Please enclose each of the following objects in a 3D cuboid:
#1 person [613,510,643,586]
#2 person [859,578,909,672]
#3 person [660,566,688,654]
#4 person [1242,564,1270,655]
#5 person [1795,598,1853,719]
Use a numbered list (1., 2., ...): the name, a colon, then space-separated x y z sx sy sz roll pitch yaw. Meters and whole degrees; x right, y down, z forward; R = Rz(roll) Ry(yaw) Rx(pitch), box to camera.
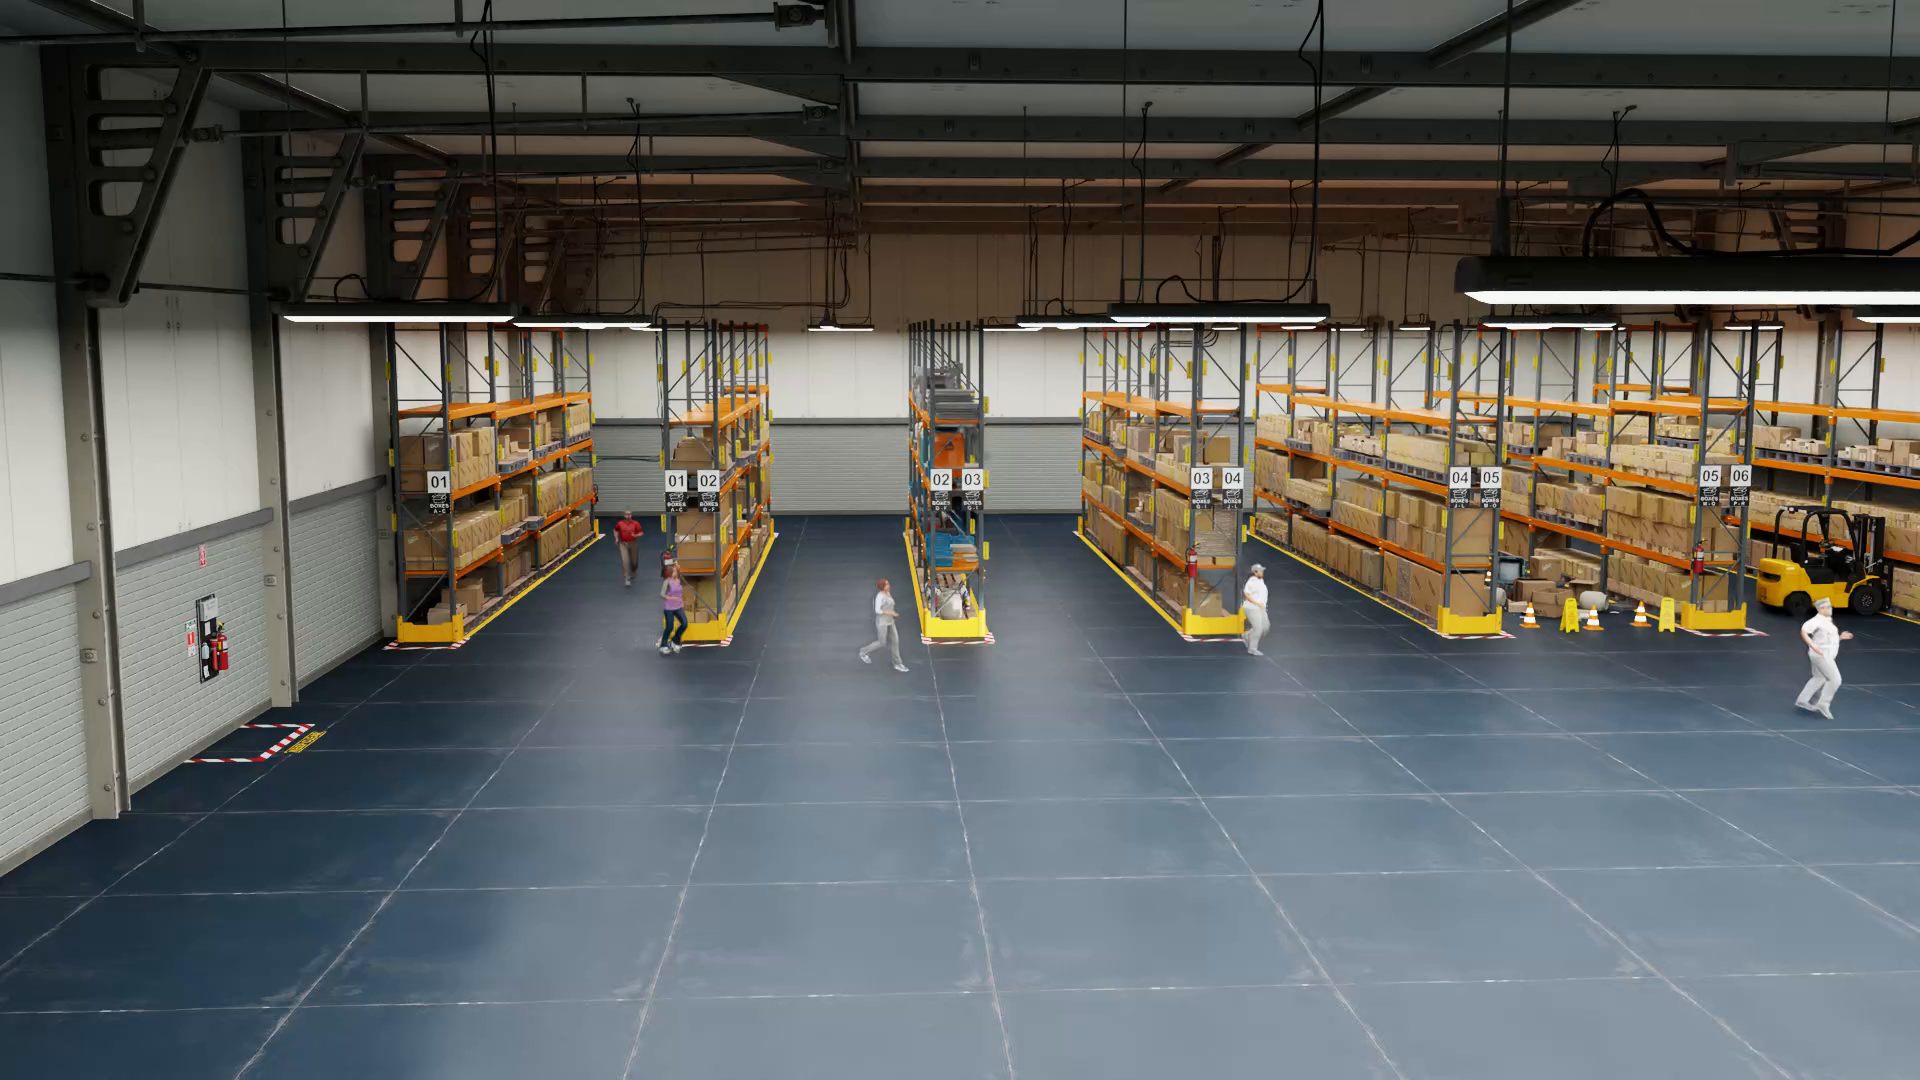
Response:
1. person: -7.598 0.157 38.133 0.672 1.700 0.933 -2 7 -13
2. person: -1.296 1.438 28.364 0.900 1.591 0.554 3 8 24
3. person: -5.130 1.252 29.860 0.555 1.586 0.548 6 9 39
4. person: 5.281 1.240 29.867 0.552 1.634 0.627 5 8 34
5. person: 12.992 1.775 25.008 0.725 1.844 0.637 5 9 34
